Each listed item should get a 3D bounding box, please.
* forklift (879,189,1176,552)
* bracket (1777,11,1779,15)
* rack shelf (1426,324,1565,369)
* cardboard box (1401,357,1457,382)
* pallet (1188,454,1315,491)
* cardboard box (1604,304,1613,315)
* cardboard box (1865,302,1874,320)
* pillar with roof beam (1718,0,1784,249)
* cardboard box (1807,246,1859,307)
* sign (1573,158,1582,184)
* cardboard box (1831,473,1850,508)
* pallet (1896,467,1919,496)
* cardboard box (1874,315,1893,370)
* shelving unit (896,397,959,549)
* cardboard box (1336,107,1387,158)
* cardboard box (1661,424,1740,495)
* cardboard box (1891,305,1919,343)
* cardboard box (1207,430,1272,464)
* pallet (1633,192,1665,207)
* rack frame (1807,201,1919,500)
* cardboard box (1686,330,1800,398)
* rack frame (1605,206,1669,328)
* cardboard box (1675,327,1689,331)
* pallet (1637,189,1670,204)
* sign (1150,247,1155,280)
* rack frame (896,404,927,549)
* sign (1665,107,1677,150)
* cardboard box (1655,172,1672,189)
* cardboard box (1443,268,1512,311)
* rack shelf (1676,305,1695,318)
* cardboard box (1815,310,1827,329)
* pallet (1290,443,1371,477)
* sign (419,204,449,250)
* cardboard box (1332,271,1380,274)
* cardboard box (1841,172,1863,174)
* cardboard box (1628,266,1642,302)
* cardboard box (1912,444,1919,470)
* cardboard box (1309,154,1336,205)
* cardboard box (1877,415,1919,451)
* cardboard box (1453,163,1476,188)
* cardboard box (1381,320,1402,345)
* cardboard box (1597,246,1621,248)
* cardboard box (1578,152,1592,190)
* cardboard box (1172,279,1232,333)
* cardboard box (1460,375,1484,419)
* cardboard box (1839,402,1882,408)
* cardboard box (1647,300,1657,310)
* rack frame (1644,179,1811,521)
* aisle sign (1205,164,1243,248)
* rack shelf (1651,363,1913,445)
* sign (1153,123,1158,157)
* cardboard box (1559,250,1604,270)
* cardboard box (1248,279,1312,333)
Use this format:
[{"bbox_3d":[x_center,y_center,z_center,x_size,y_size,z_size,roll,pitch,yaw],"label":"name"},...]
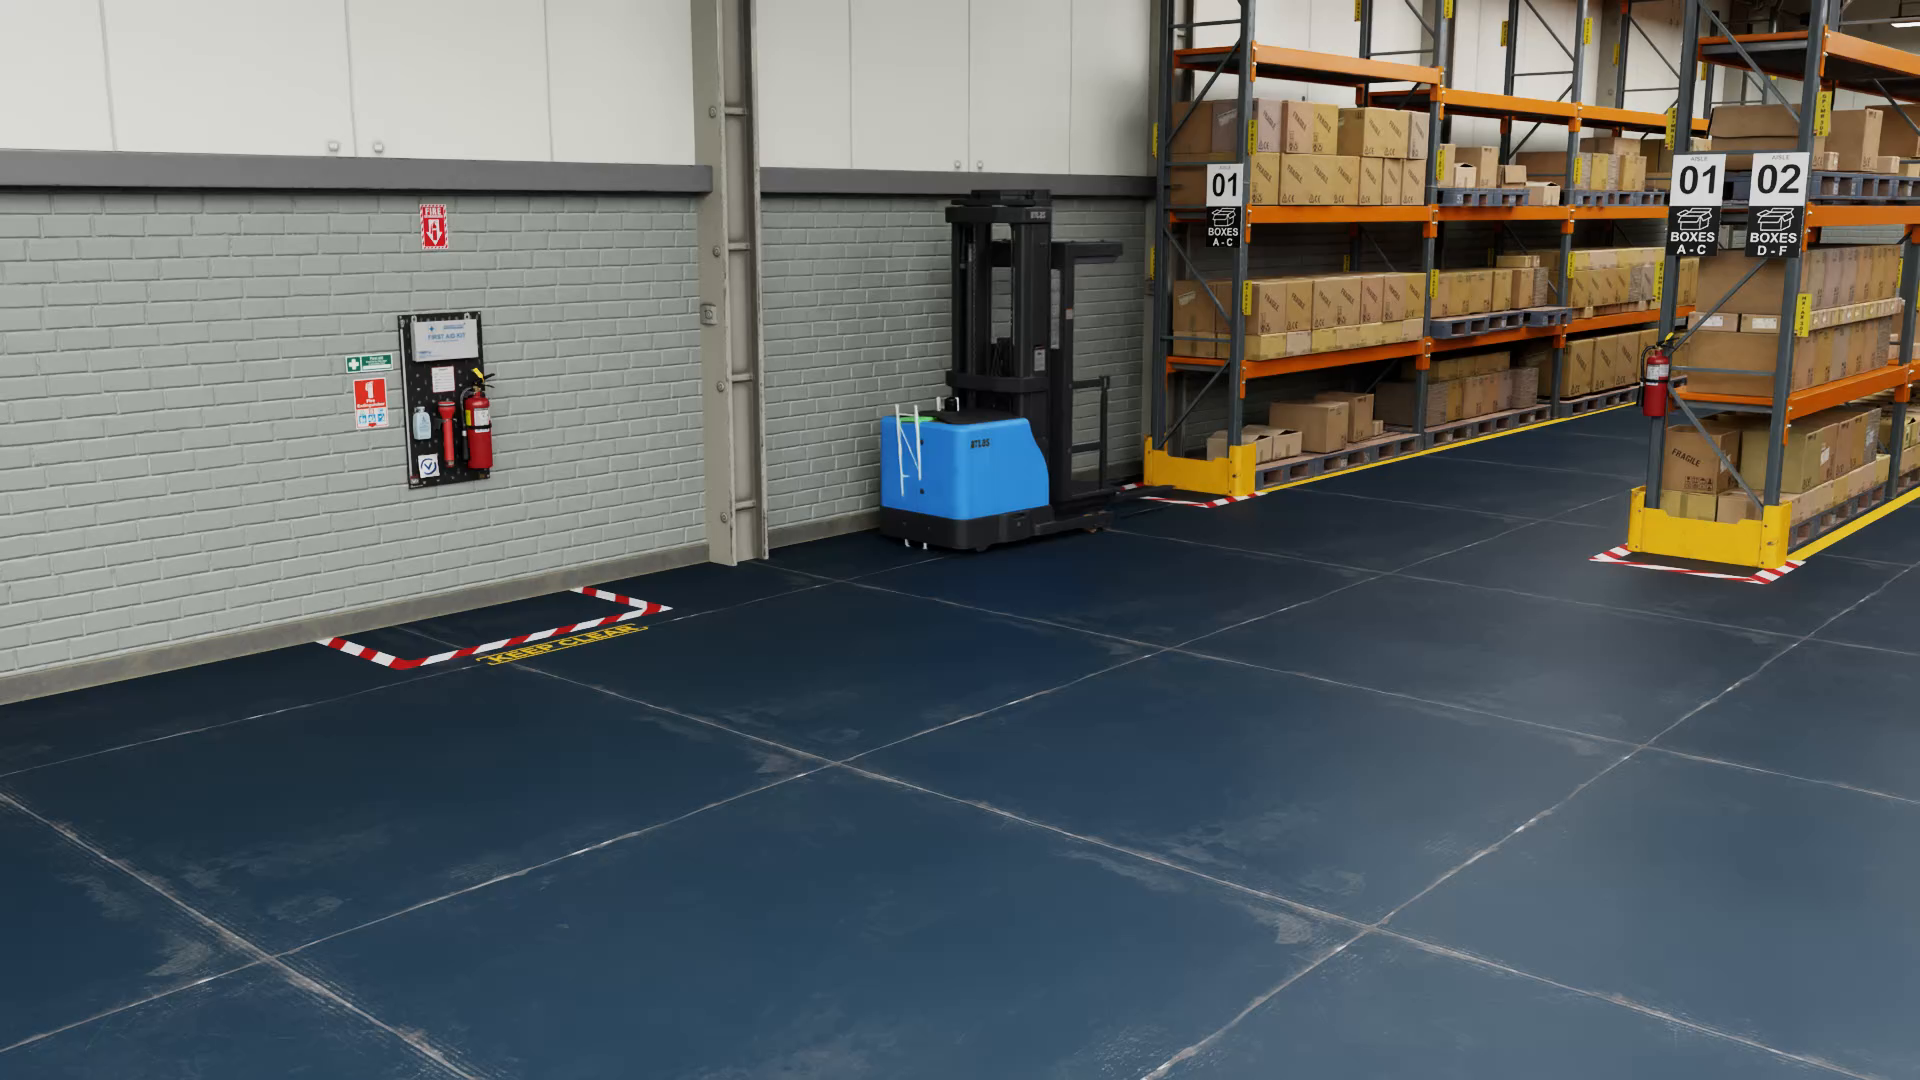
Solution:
[{"bbox_3d":[0.719,-1.563,14.554,3.031,2.935,1.130,-11,16,-44],"label":"forklift"},{"bbox_3d":[14.593,-9.567,29.943,0.235,0.232,0.430,10,15,40],"label":"bracket"},{"bbox_3d":[6.318,-2.511,20.962,1.077,0.370,4.000,10,15,40],"label":"rack shelf"},{"bbox_3d":[5.760,-2.103,20.427,0.500,0.250,0.500,9,15,39],"label":"cardboard box"},{"bbox_3d":[2.971,-0.740,17.377,1.003,0.211,1.213,10,15,40],"label":"pallet"},{"bbox_3d":[9.034,-3.290,23.617,0.380,0.149,0.250,10,15,41],"label":"cardboard box"},{"bbox_3d":[8.030,-2.080,15.054,0.380,0.149,0.250,10,15,40],"label":"cardboard box"},{"bbox_3d":[17.286,-7.230,27.433,9.100,9.000,0.548,10,15,40],"label":"pillar with roof beam"},{"bbox_3d":[7.440,-2.327,14.638,0.700,0.500,0.500,10,15,40],"label":"cardboard box"},{"bbox_3d":[8.045,-4.812,21.668,0.100,0.325,0.005,10,15,40],"label":"sign"},{"bbox_3d":[7.594,-0.469,14.851,0.500,0.250,0.500,10,15,40],"label":"cardboard box"},{"bbox_3d":[9.179,-0.676,17.056,1.003,0.211,1.213,10,15,40],"label":"pallet"},{"bbox_3d":[8.434,-1.913,15.874,0.700,0.500,0.500,9,15,39],"label":"cardboard box"},{"bbox_3d":[-0.234,-0.566,13.914,0.258,1.200,0.503,7,15,43],"label":"shelving unit"},{"bbox_3d":[4.180,-4.321,17.669,0.500,0.500,0.500,9,14,38],"label":"cardboard box"},{"bbox_3d":[6.212,-0.684,14.011,0.500,0.500,0.500,10,15,40],"label":"cardboard box"},{"bbox_3d":[9.589,-2.167,17.148,0.500,0.500,0.500,-11,16,-43],"label":"cardboard box"},{"bbox_3d":[2.882,-0.969,17.144,0.500,0.311,0.500,8,14,34],"label":"cardboard box"},{"bbox_3d":[9.711,-4.983,24.329,0.805,0.209,1.217,9,14,38],"label":"pallet"},{"bbox_3d":[8.722,-1.930,16.215,1.000,3.000,0.127,10,15,40],"label":"rack frame"},{"bbox_3d":[6.399,-1.457,13.594,0.700,0.500,0.500,10,15,40],"label":"cardboard box"},{"bbox_3d":[10.279,-3.747,25.312,1.000,3.000,0.127,10,15,40],"label":"rack frame"},{"bbox_3d":[11.798,-3.413,27.294,0.380,0.149,0.250,10,15,41],"label":"cardboard box"},{"bbox_3d":[10.827,-5.293,25.622,1.003,0.211,1.213,10,15,40],"label":"pallet"},{"bbox_3d":[1.954,-2.779,16.702,0.100,0.325,0.005,10,15,40],"label":"sign"},{"bbox_3d":[-0.402,-0.521,13.743,0.240,1.200,0.015,7,15,43],"label":"rack frame"},{"bbox_3d":[5.683,-3.280,13.257,0.100,0.325,0.005,10,15,40],"label":"sign"},{"bbox_3d":[10.933,-5.467,25.320,0.500,0.250,0.500,10,15,40],"label":"cardboard box"},{"bbox_3d":[6.530,-3.166,21.027,0.700,0.500,0.500,10,15,40],"label":"cardboard box"},{"bbox_3d":[11.599,-3.688,26.855,1.077,0.370,4.000,10,15,40],"label":"rack shelf"},{"bbox_3d":[7.008,-1.851,13.908,0.380,0.149,0.250,9,15,39],"label":"cardboard box"},{"bbox_3d":[3.776,-0.919,18.271,1.003,0.211,1.213,10,15,40],"label":"pallet"},{"bbox_3d":[-3.531,-2.103,11.164,0.001,0.298,0.199,10,15,40],"label":"sign"},{"bbox_3d":[4.531,-2.832,19.147,0.500,0.500,0.500,9,15,39],"label":"cardboard box"},{"bbox_3d":[7.540,-3.500,14.725,0.637,0.503,0.797,-10,15,-41],"label":"cardboard box"},{"bbox_3d":[9.496,-3.702,24.021,0.500,0.500,0.500,10,15,40],"label":"cardboard box"},{"bbox_3d":[9.513,-0.890,16.955,0.500,0.250,0.500,10,15,42],"label":"cardboard box"},{"bbox_3d":[3.487,-3.679,17.009,0.500,0.500,0.500,11,16,43],"label":"cardboard box"},{"bbox_3d":[9.182,-1.091,16.531,0.500,0.311,0.500,10,15,41],"label":"cardboard box"},{"bbox_3d":[5.826,-4.364,19.897,0.500,0.311,0.500,10,15,42],"label":"cardboard box"},{"bbox_3d":[4.578,-2.325,18.525,0.500,0.250,0.500,10,15,41],"label":"cardboard box"},{"bbox_3d":[9.780,-4.285,25.027,0.500,0.250,0.500,10,15,42],"label":"cardboard box"},{"bbox_3d":[8.226,-5.057,22.837,0.700,0.500,0.500,9,14,37],"label":"cardboard box"},{"bbox_3d":[2.509,-2.382,16.896,0.500,0.500,0.500,10,15,40],"label":"cardboard box"},{"bbox_3d":[6.142,-1.822,20.936,0.700,0.500,0.500,10,15,41],"label":"cardboard box"},{"bbox_3d":[9.444,-1.310,17.625,0.500,0.311,0.500,10,15,40],"label":"cardboard box"},{"bbox_3d":[10.120,-3.507,24.701,0.380,0.149,0.250,10,15,41],"label":"cardboard box"},{"bbox_3d":[6.081,-1.341,13.268,1.000,3.000,0.127,10,15,40],"label":"rack frame"},{"bbox_3d":[2.536,-3.207,15.970,0.394,0.787,0.004,10,15,40],"label":"aisle sign"},{"bbox_3d":[7.402,-1.283,14.812,1.077,0.370,4.000,10,15,40],"label":"rack shelf"},{"bbox_3d":[1.954,-3.961,16.466,0.100,0.325,0.005,10,15,40],"label":"sign"},{"bbox_3d":[8.486,-3.843,22.815,0.500,0.250,0.500,9,15,40],"label":"cardboard box"},{"bbox_3d":[3.232,-2.388,16.926,0.500,0.500,0.500,10,15,41],"label":"cardboard box"}]
